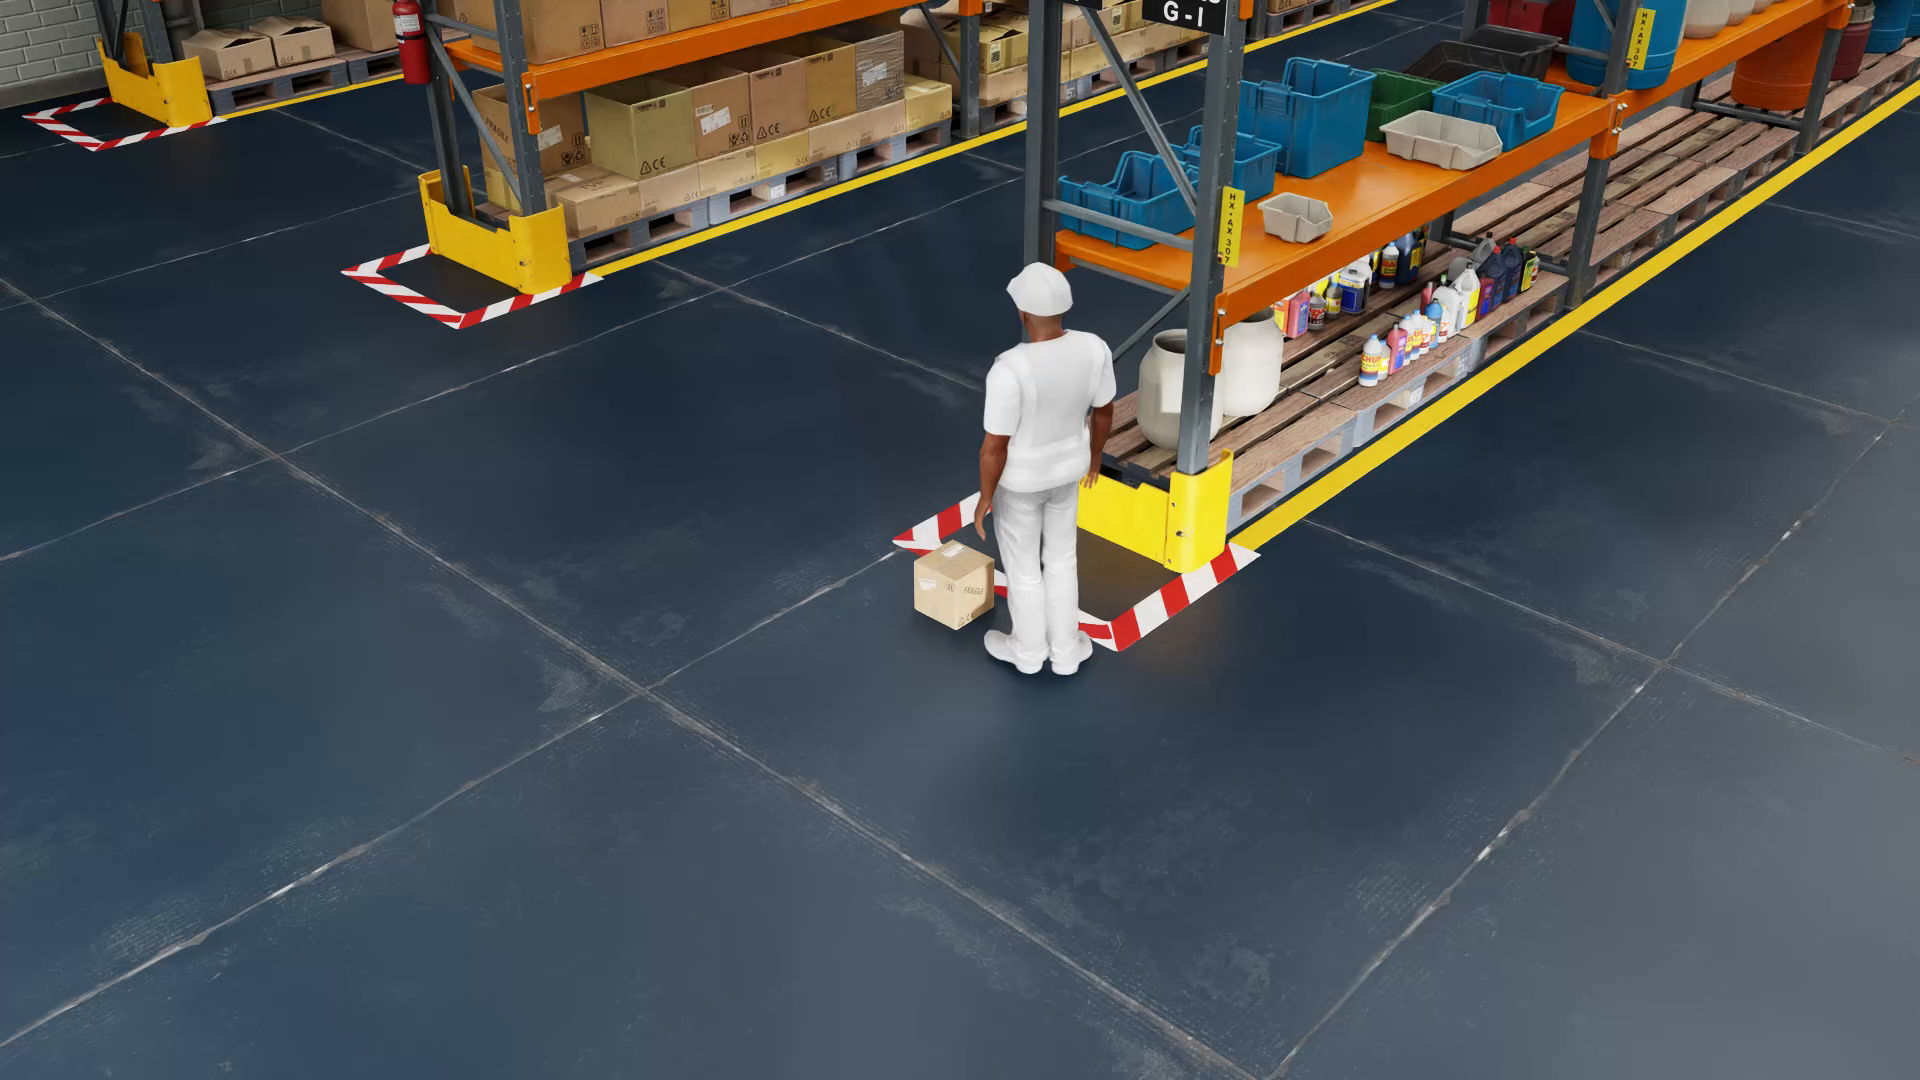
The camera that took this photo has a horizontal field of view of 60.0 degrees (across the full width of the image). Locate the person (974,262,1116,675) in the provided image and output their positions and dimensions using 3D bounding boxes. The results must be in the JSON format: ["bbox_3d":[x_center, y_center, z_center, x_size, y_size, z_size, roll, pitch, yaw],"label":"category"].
[{"bbox_3d":[0.312,-0.259,6.514,0.623,1.768,0.405,-17,35,-25],"label":"person"}]
